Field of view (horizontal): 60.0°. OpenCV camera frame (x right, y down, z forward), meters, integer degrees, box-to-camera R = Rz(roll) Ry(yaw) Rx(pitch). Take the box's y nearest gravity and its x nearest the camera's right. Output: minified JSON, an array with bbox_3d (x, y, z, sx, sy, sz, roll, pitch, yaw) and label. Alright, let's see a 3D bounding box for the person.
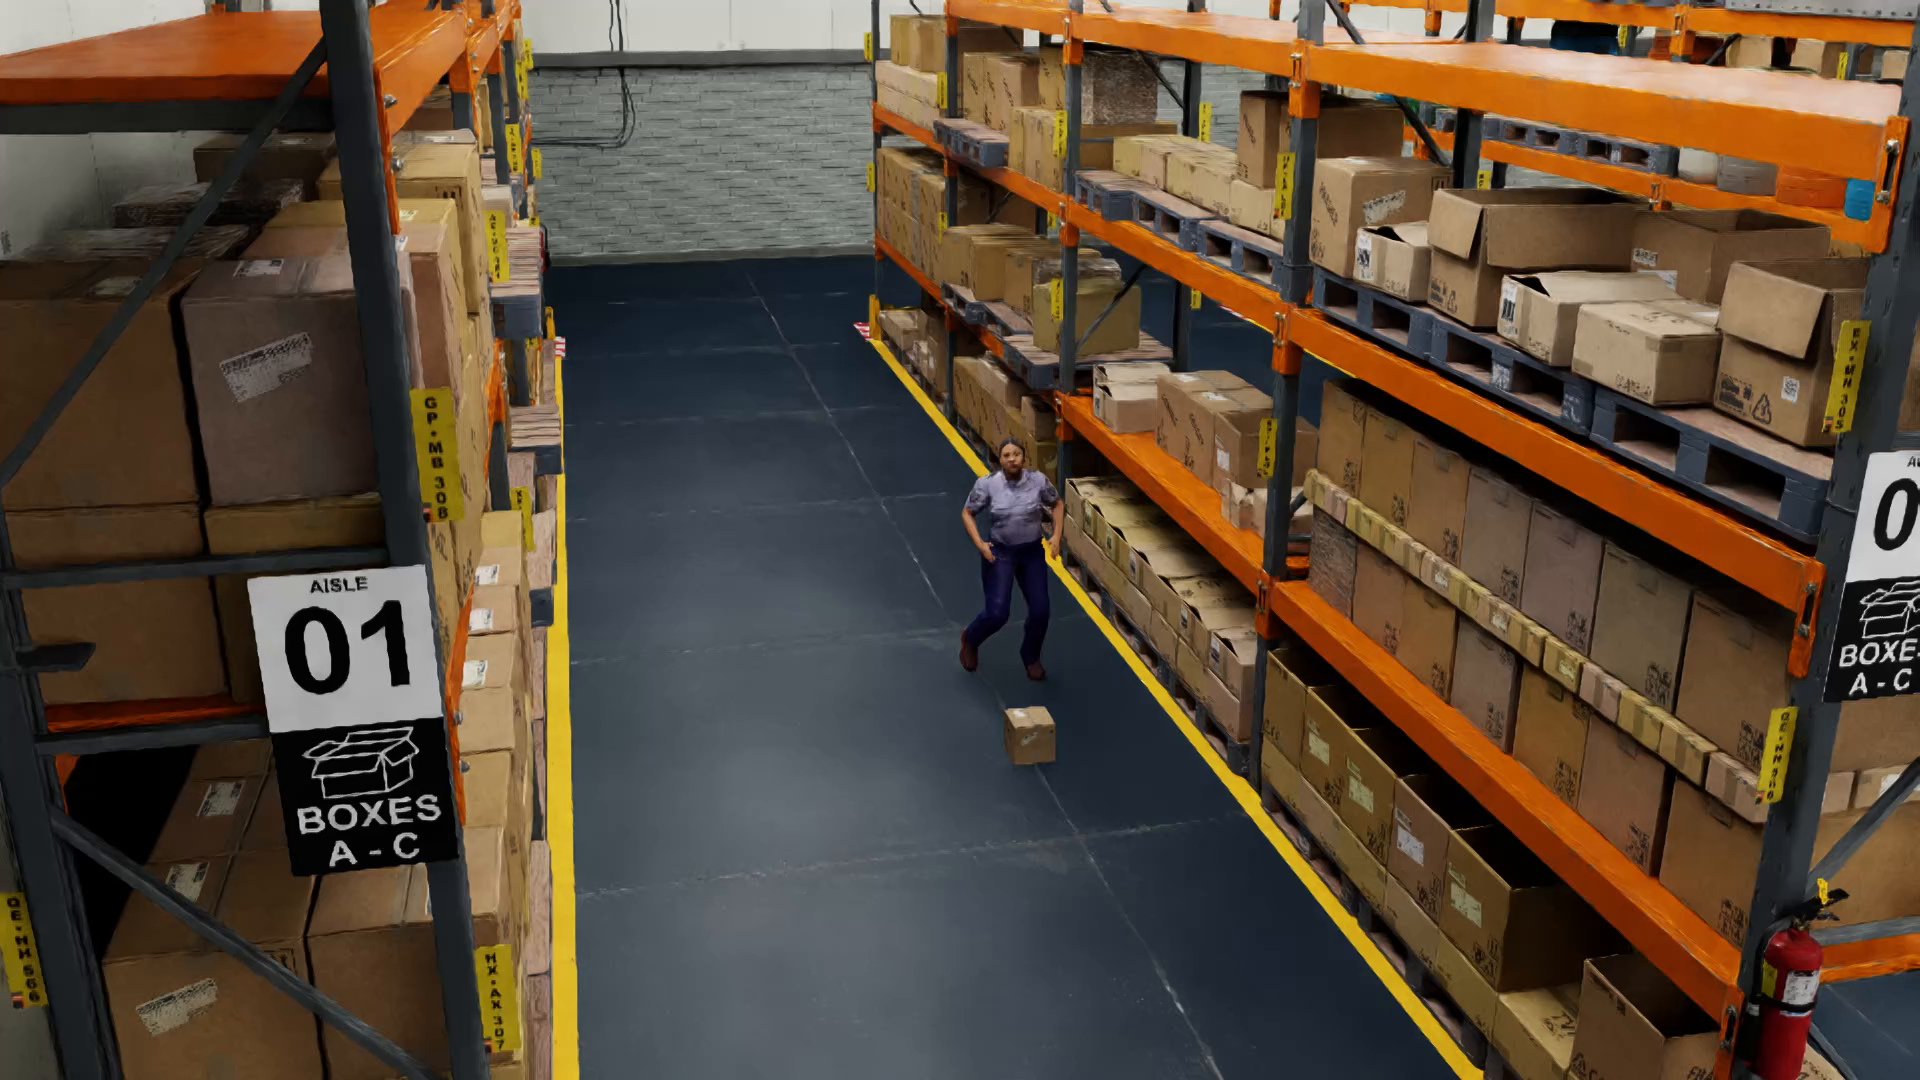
[{"bbox_3d":[0.368,0.129,10.801,0.708,1.615,0.471,-6,21,-16],"label":"person"}]
